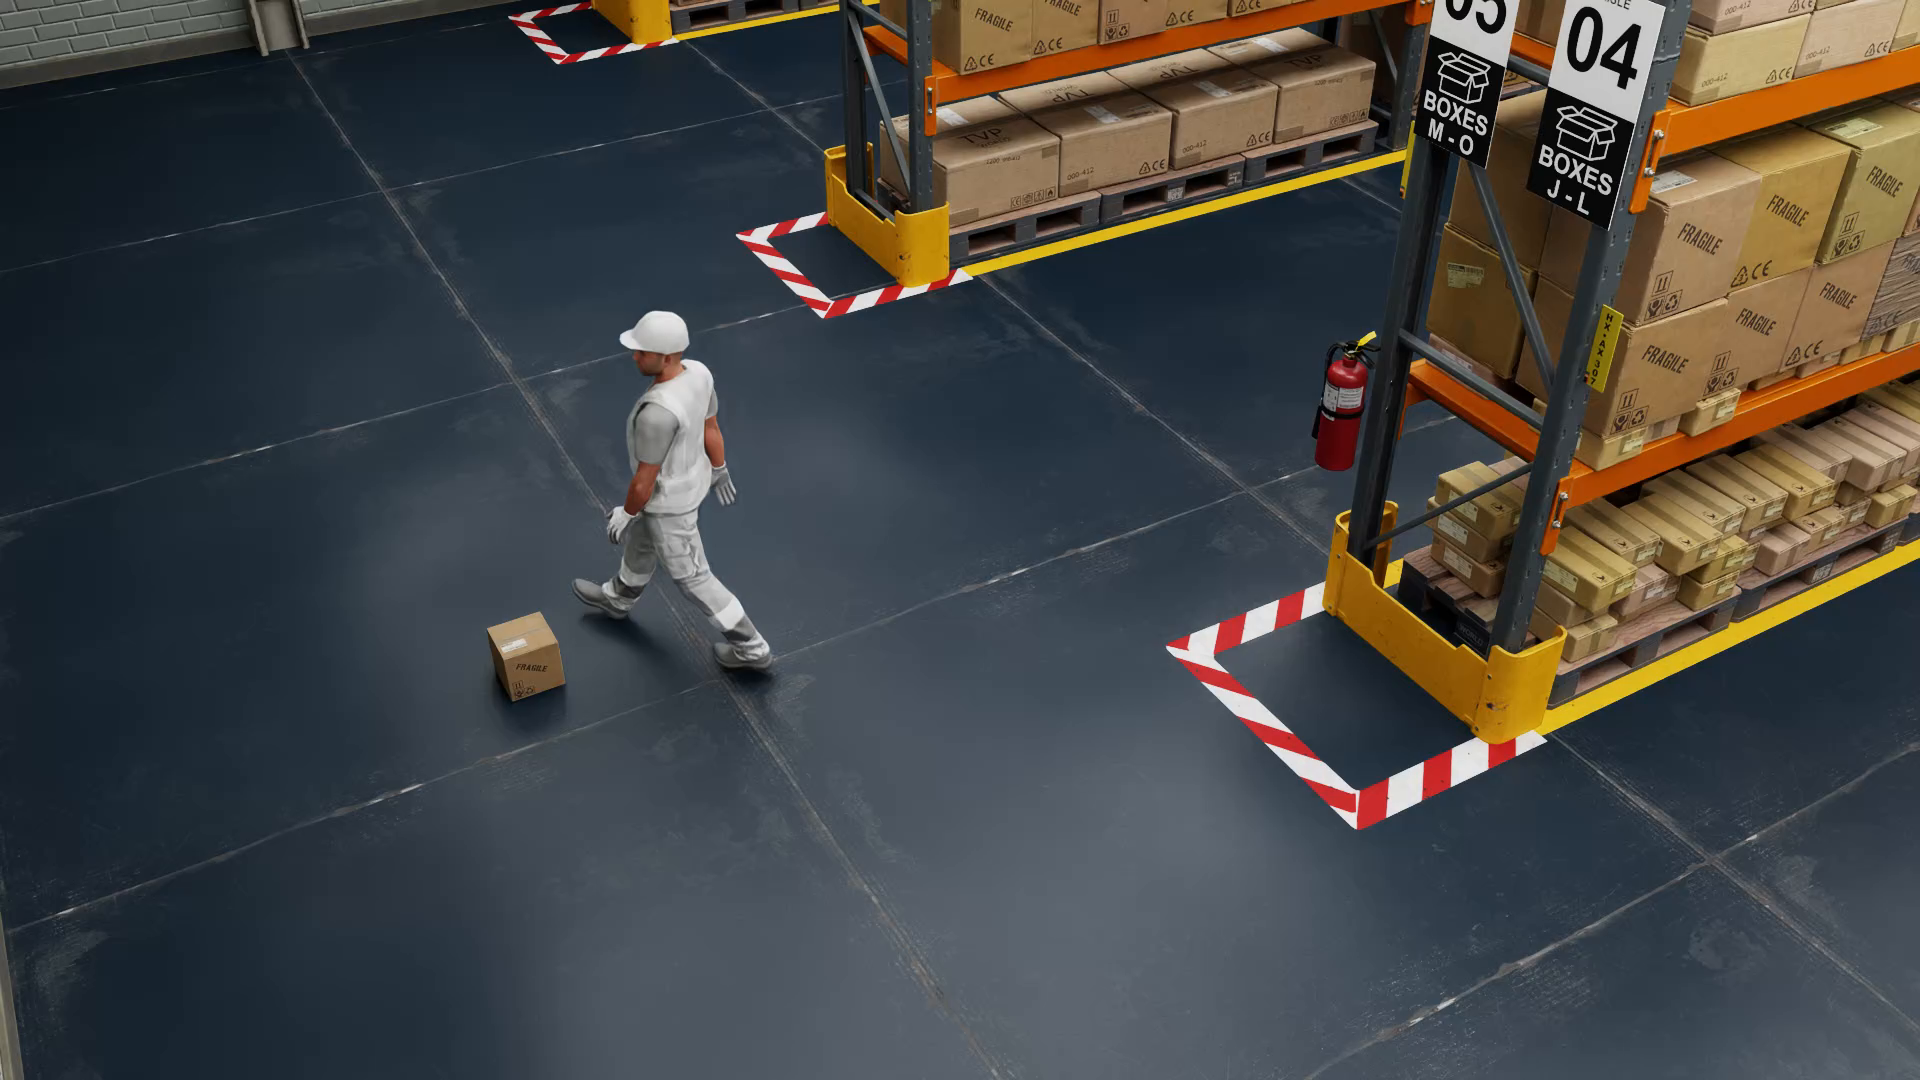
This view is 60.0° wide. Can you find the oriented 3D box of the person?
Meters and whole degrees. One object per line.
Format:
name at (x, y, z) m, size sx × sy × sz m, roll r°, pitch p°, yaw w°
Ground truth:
person at (-1.348, -0.226, 7.242) m, size 1.066 × 1.726 × 0.575 m, roll 7°, pitch 37°, yaw 9°
